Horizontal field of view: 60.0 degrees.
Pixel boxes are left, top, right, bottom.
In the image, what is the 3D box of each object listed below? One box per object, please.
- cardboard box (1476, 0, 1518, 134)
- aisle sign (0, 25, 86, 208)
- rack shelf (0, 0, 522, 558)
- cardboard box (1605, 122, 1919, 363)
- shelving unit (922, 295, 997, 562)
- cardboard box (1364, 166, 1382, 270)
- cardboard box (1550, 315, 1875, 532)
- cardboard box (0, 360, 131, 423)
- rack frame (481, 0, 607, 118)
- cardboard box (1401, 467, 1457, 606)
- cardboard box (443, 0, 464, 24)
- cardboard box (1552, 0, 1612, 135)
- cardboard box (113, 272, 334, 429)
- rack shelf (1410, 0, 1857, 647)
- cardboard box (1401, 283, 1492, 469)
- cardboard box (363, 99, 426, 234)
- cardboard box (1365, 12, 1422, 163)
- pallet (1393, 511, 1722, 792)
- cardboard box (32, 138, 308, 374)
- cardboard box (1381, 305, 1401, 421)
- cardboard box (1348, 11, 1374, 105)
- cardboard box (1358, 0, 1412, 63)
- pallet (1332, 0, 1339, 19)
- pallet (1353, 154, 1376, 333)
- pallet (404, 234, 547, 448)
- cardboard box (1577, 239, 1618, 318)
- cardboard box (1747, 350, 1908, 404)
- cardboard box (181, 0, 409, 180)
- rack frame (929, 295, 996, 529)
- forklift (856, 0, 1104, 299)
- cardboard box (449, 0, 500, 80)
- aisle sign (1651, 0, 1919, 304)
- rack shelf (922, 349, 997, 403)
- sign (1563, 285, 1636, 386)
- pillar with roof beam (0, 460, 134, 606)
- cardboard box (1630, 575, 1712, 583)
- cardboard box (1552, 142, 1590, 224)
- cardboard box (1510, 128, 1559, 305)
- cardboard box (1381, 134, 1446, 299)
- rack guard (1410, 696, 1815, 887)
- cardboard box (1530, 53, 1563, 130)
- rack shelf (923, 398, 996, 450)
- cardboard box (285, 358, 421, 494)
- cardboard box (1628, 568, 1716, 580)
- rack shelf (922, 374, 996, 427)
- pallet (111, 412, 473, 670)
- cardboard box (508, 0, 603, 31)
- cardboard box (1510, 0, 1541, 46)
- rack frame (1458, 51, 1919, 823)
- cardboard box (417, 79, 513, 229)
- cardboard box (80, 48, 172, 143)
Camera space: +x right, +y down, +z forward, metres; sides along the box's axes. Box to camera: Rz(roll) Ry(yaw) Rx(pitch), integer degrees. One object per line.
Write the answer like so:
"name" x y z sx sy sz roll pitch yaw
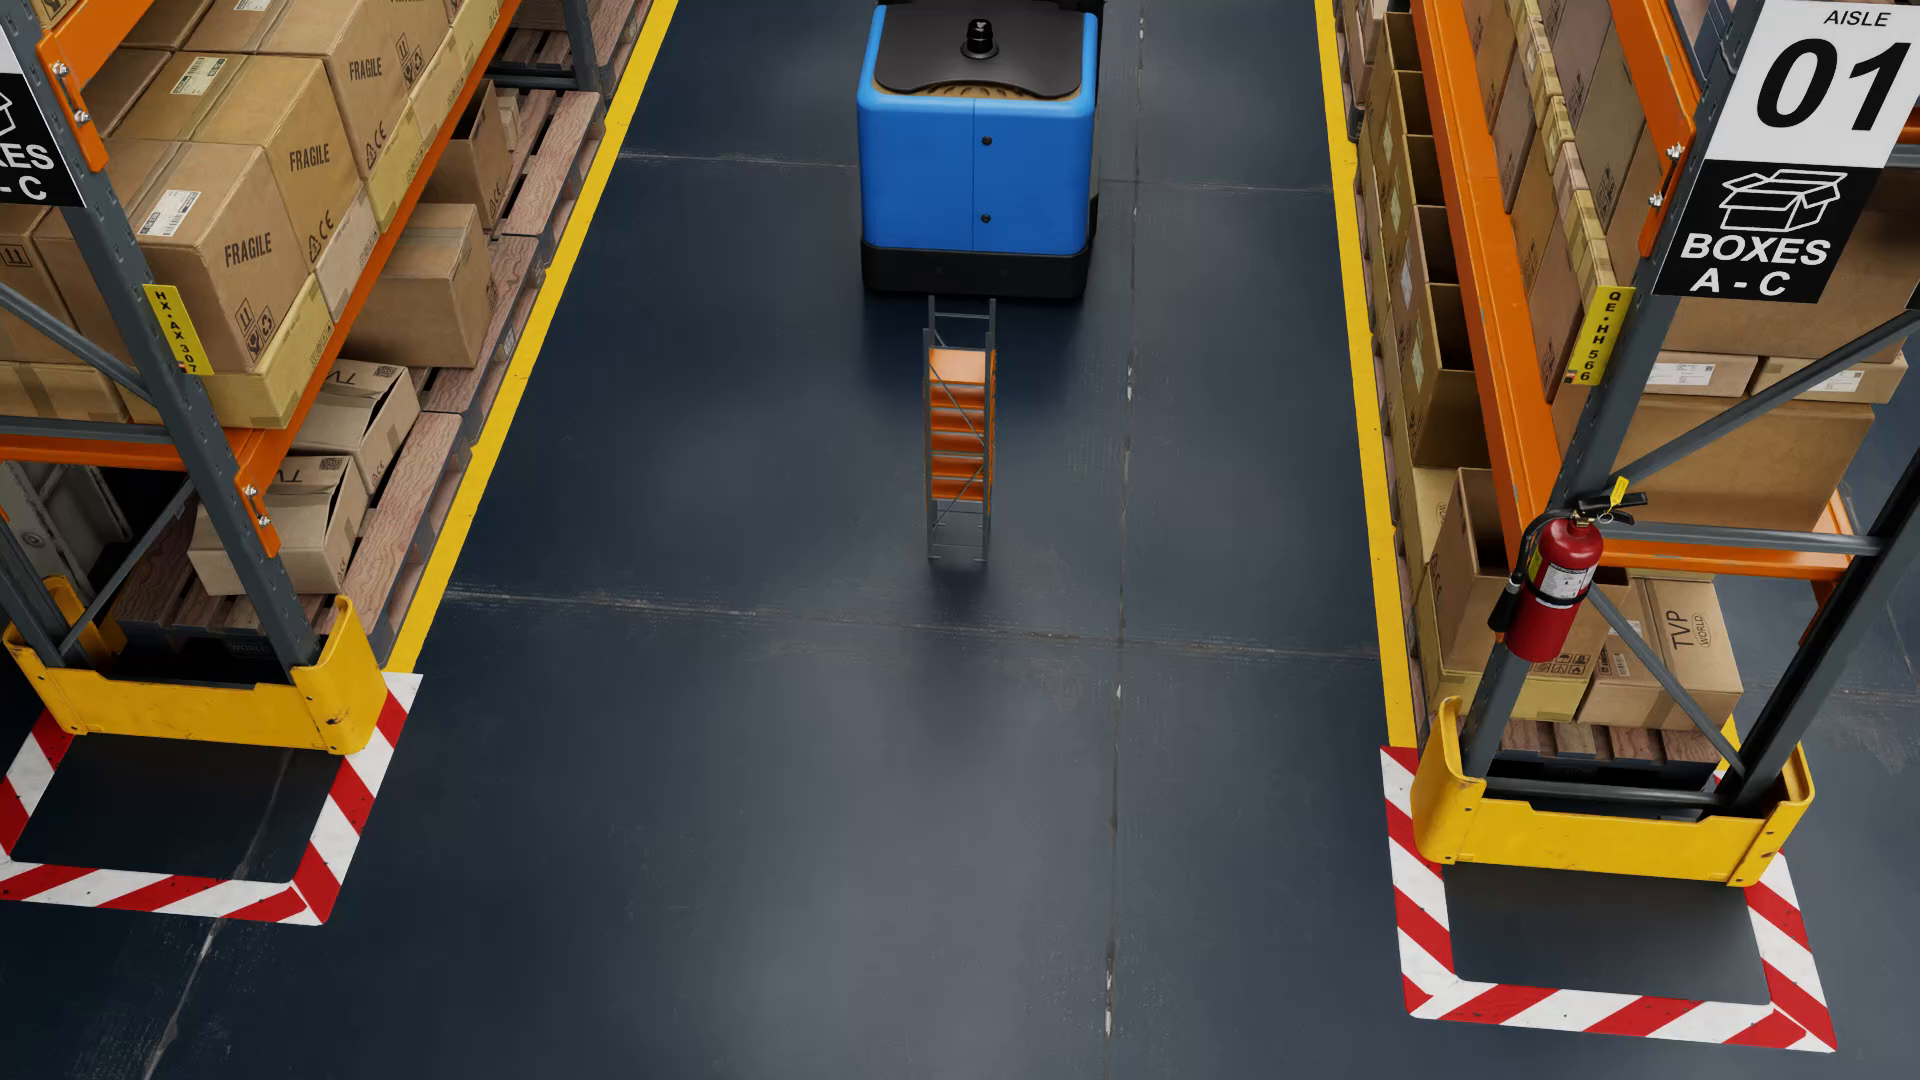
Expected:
"cardboard box" 2.423 -1.895 6.408 0.700 0.500 0.500 5 48 4
"aisle sign" -2.457 -1.139 4.024 0.394 0.787 0.004 4 48 4
"rack shelf" -2.567 -1.562 6.659 1.077 0.370 4.000 4 48 4
"cardboard box" 2.244 -0.857 4.580 0.700 0.500 0.500 4 48 4
"shelving unit" -0.001 -0.394 6.323 0.258 1.200 0.189 4 48 4
"cardboard box" 2.154 -1.470 7.667 0.500 0.250 0.500 4 48 4
"cardboard box" 2.239 -0.381 5.024 0.700 0.500 0.500 4 48 4
"cardboard box" -2.900 -0.648 5.424 0.500 0.250 0.500 4 48 4
"rack frame" -2.385 -3.274 7.738 1.000 3.000 0.127 4 48 4
"cardboard box" 1.972 -0.001 6.323 0.500 0.250 0.500 4 48 4
"cardboard box" -2.216 -2.379 6.499 0.500 0.500 0.500 3 48 2
"cardboard box" 2.332 -1.615 5.273 0.700 0.500 0.500 4 48 4
"cardboard box" -2.389 -0.628 5.406 0.500 0.250 0.500 3 48 2
"rack shelf" 2.366 -1.232 6.357 1.077 0.370 4.000 4 48 4
"cardboard box" 2.013 -0.621 6.382 0.500 0.500 0.500 4 48 4
"cardboard box" -2.303 -1.385 6.098 0.500 0.250 0.500 3 48 3
"cardboard box" 2.194 -2.091 7.726 0.500 0.500 0.500 4 48 4
"pallet" 2.212 0.372 6.293 1.003 0.211 1.213 4 48 4
"cardboard box" -2.407 -0.875 5.123 0.500 0.500 0.500 4 48 4
"cardboard box" 2.063 -0.735 6.995 0.500 0.250 0.500 4 48 4
"cardboard box" 2.298 -2.482 8.592 0.500 0.250 0.500 3 48 3
"cardboard box" 2.300 -2.664 8.378 0.500 0.311 0.500 4 48 4
"pallet" 2.685 -3.446 9.785 1.003 0.211 1.213 4 48 4
"pallet" 2.434 -1.421 7.933 1.003 0.211 1.213 4 48 4
"pallet" -2.519 -0.938 7.491 1.003 0.211 1.213 4 48 4
"cardboard box" 2.052 -0.743 4.916 0.380 0.149 0.250 5 48 5
"cardboard box" 2.434 -0.531 4.722 0.380 0.149 0.250 4 48 3
"cardboard box" -2.298 -1.617 5.802 0.500 0.500 0.500 2 48 2
"rack frame" 0.007 -0.462 6.385 0.240 1.200 0.006 4 48 4
"forklift" 0.167 -3.196 7.712 1.130 2.935 3.031 3 48 3
"cardboard box" -2.210 -2.126 6.776 0.500 0.250 0.500 4 48 3
"aisle sign" 1.886 -0.854 3.762 0.394 0.787 0.004 4 48 4
"rack shelf" -0.001 -0.607 6.091 0.258 0.103 0.180 4 48 4
"sign" 1.645 -0.522 4.276 0.100 0.325 0.005 4 48 4
"pillar with roof beam" 0.740 -2.643 3.095 9.100 9.000 0.400 4 48 4
"cardboard box" 2.496 0.035 6.290 0.500 0.250 0.500 4 48 4
"cardboard box" 2.100 -1.116 5.257 0.380 0.149 0.250 4 48 4
"cardboard box" 2.333 -1.131 5.710 0.700 0.500 0.500 4 48 4
"cardboard box" 2.103 -1.356 7.054 0.500 0.500 0.500 4 48 4
"rack guard" 2.182 0.857 5.654 1.175 0.500 0.348 4 48 4
"cardboard box" 2.146 -1.503 5.610 0.380 0.149 0.250 5 48 5
"rack shelf" -0.001 -0.445 6.268 0.258 0.103 0.180 4 48 4
"cardboard box" -2.545 -0.497 6.722 0.500 0.311 0.500 7 48 7
"cardboard box" 2.498 -0.218 6.013 0.500 0.500 0.500 4 48 4
"rack shelf" -0.001 -0.526 6.179 0.258 0.103 0.180 4 48 4
"pallet" -2.633 -0.044 6.674 1.003 0.211 1.213 4 48 4
"cardboard box" -2.334 -3.121 8.994 0.700 0.500 0.500 5 48 5
"cardboard box" 2.194 -1.874 5.950 0.380 0.149 0.250 4 48 3
"rack frame" 2.184 -0.005 4.747 1.000 3.000 0.127 4 48 4
"cardboard box" -2.440 -1.814 7.798 0.500 0.500 0.500 1 48 1
"cardboard box" -2.862 -1.274 5.488 0.500 0.500 0.500 4 48 4
